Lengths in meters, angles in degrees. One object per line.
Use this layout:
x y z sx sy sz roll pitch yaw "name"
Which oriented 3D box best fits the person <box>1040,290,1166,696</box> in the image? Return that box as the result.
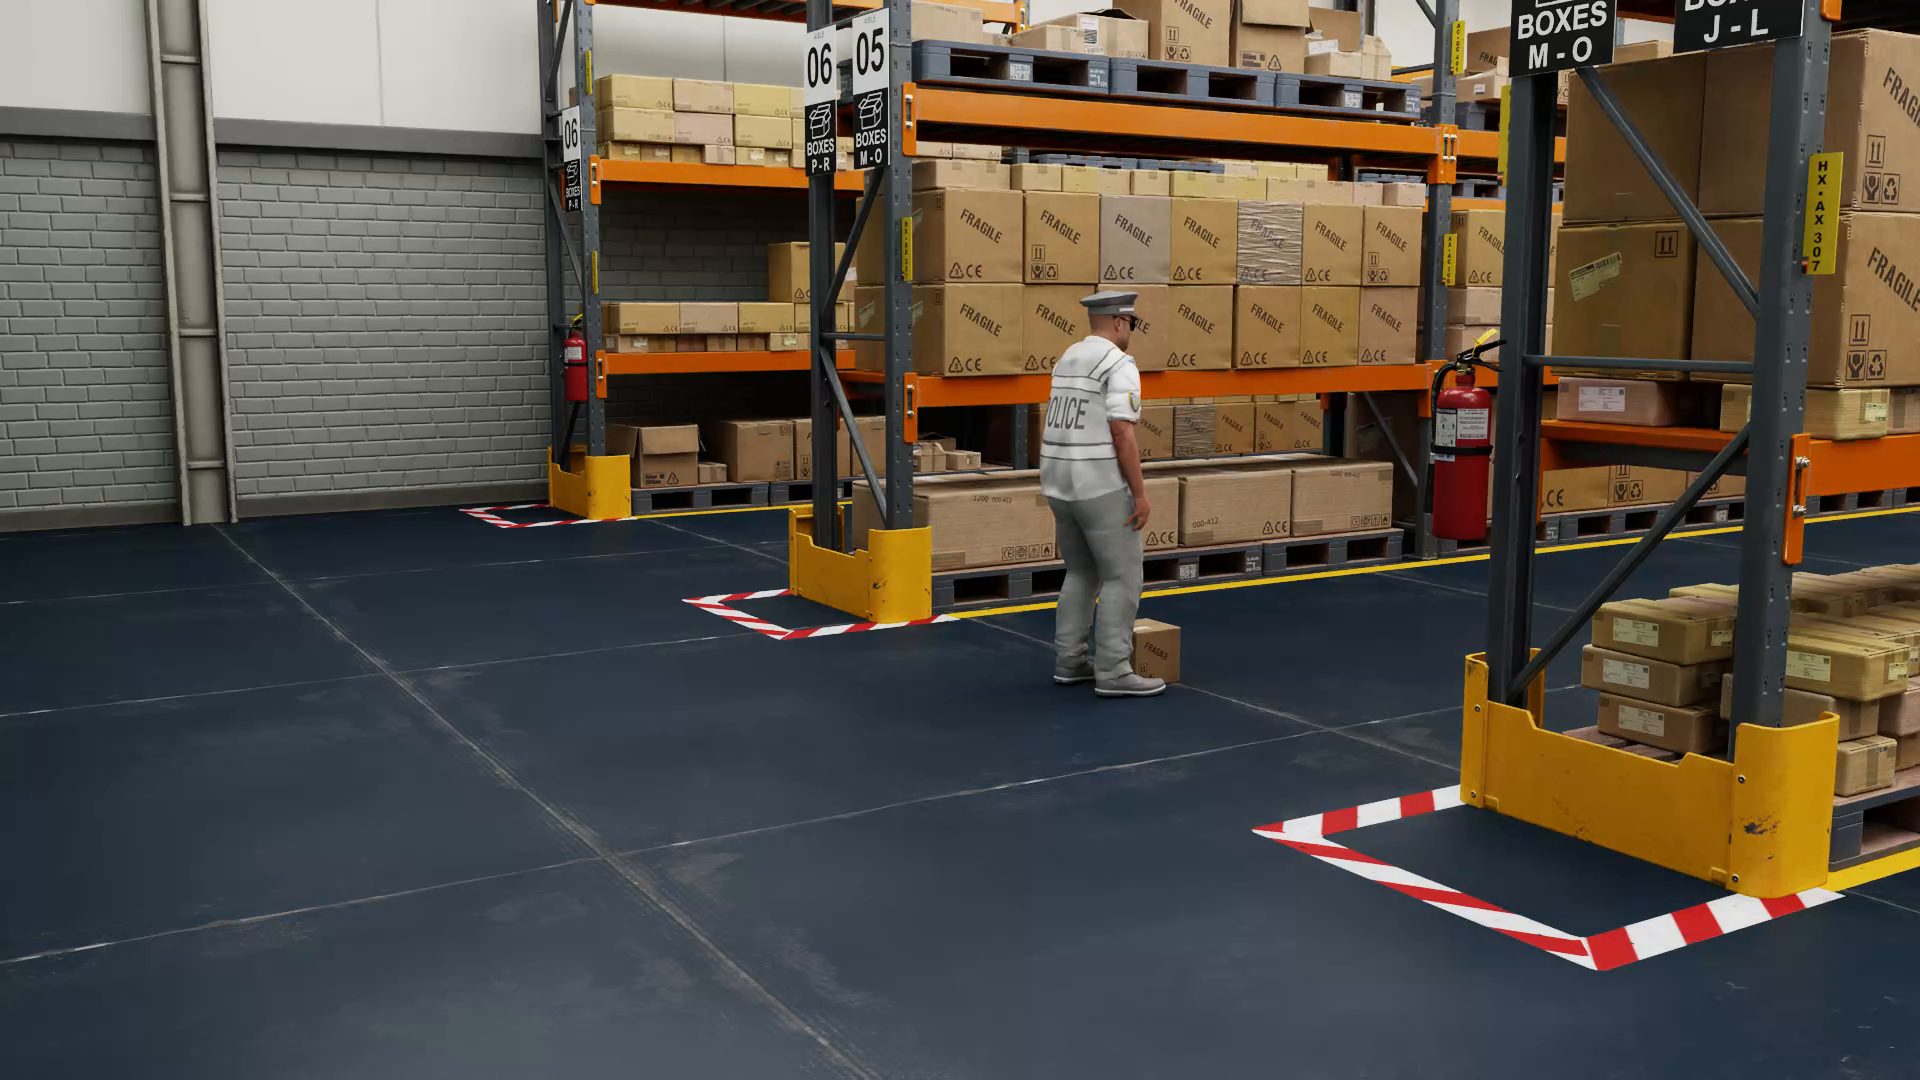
0.593 -0.212 7.287 0.432 1.748 0.585 -5 9 -31 "person"
